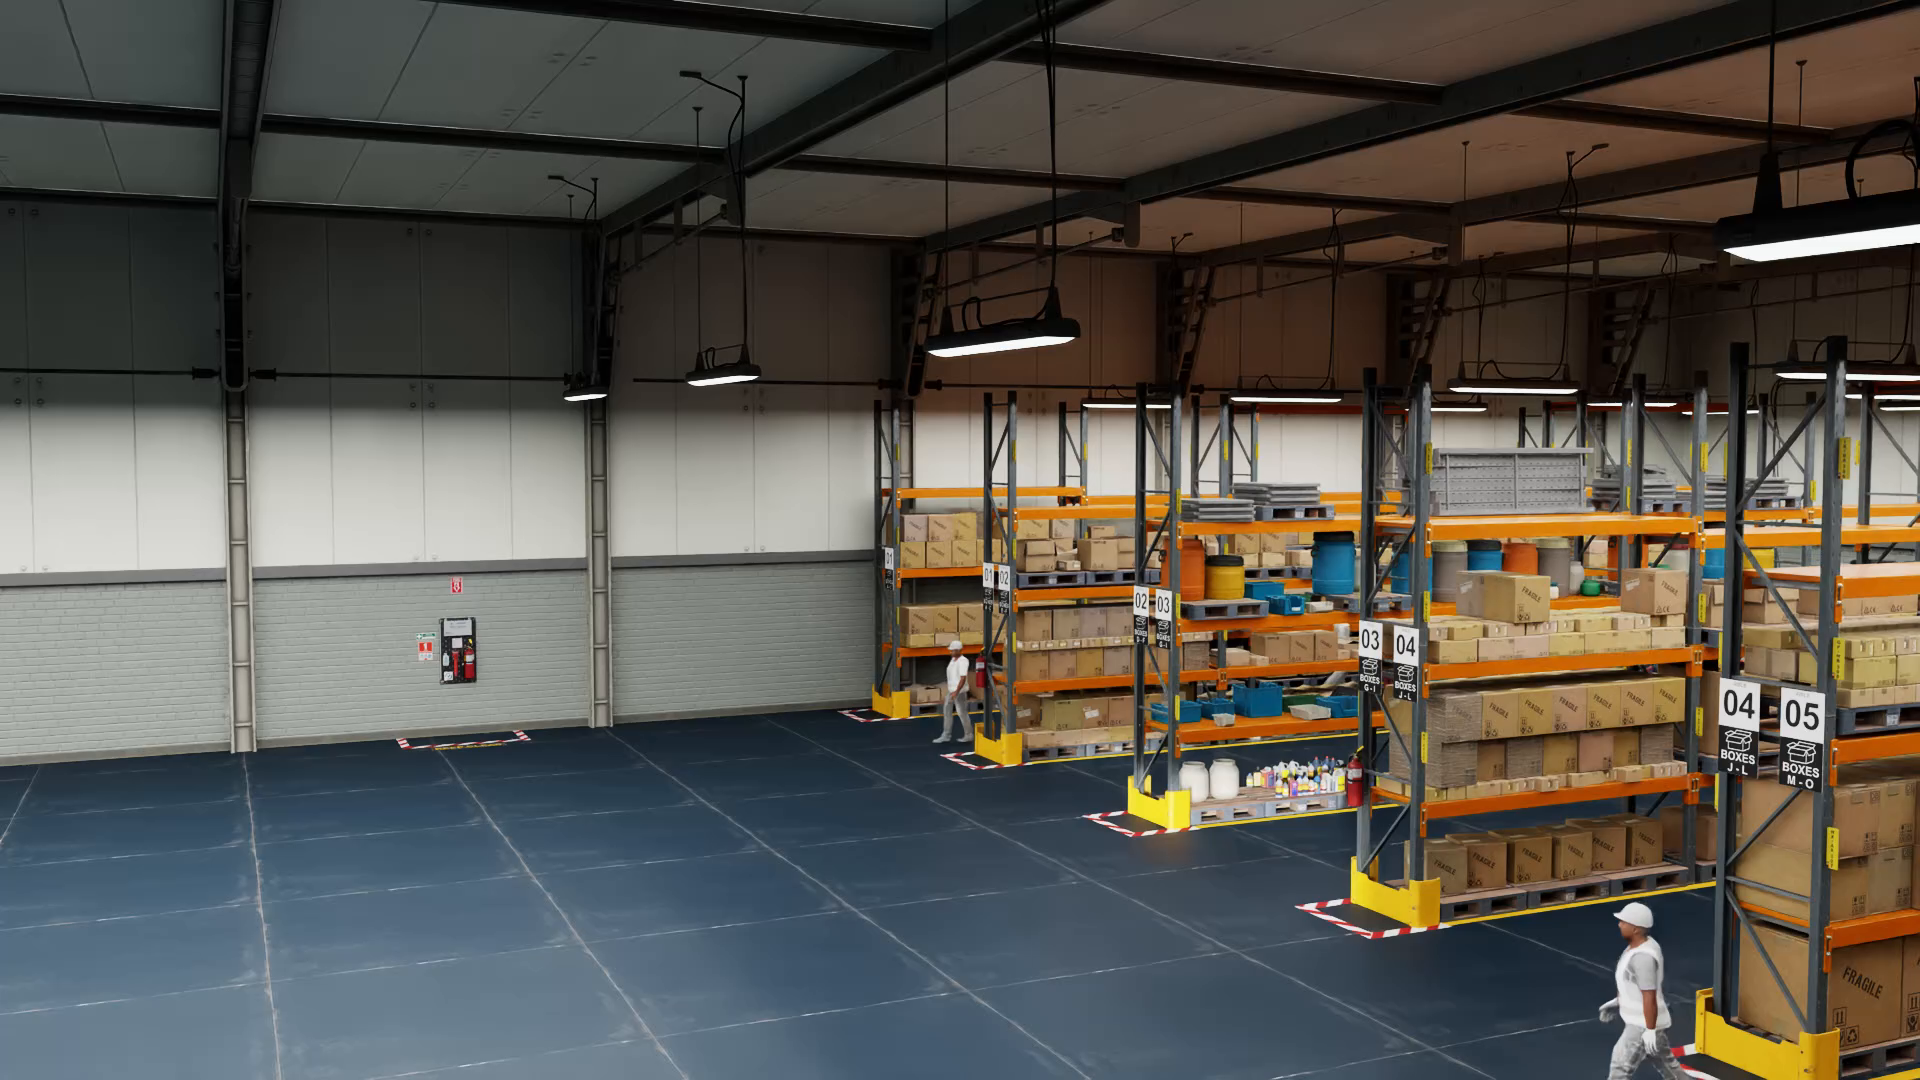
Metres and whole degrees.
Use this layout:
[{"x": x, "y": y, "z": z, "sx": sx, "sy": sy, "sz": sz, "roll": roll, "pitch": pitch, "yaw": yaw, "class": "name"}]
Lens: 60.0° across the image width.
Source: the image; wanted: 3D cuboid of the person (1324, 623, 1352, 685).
[{"x": 7.787, "y": 2.282, "z": 34.282, "sx": 0.607, "sy": 1.776, "sz": 0.610, "roll": 0, "pitch": 3, "yaw": 7, "class": "person"}]

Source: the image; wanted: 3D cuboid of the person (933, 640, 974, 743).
[{"x": -0.094, "y": 2.614, "z": 28.624, "sx": 0.672, "sy": 1.774, "sz": 0.632, "roll": -1, "pitch": 4, "yaw": -24, "class": "person"}]

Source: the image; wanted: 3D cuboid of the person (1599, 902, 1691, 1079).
[{"x": 5.017, "y": 3.548, "z": 12.379, "sx": 1.087, "sy": 1.714, "sz": 0.644, "roll": 1, "pitch": 3, "yaw": 10, "class": "person"}]
